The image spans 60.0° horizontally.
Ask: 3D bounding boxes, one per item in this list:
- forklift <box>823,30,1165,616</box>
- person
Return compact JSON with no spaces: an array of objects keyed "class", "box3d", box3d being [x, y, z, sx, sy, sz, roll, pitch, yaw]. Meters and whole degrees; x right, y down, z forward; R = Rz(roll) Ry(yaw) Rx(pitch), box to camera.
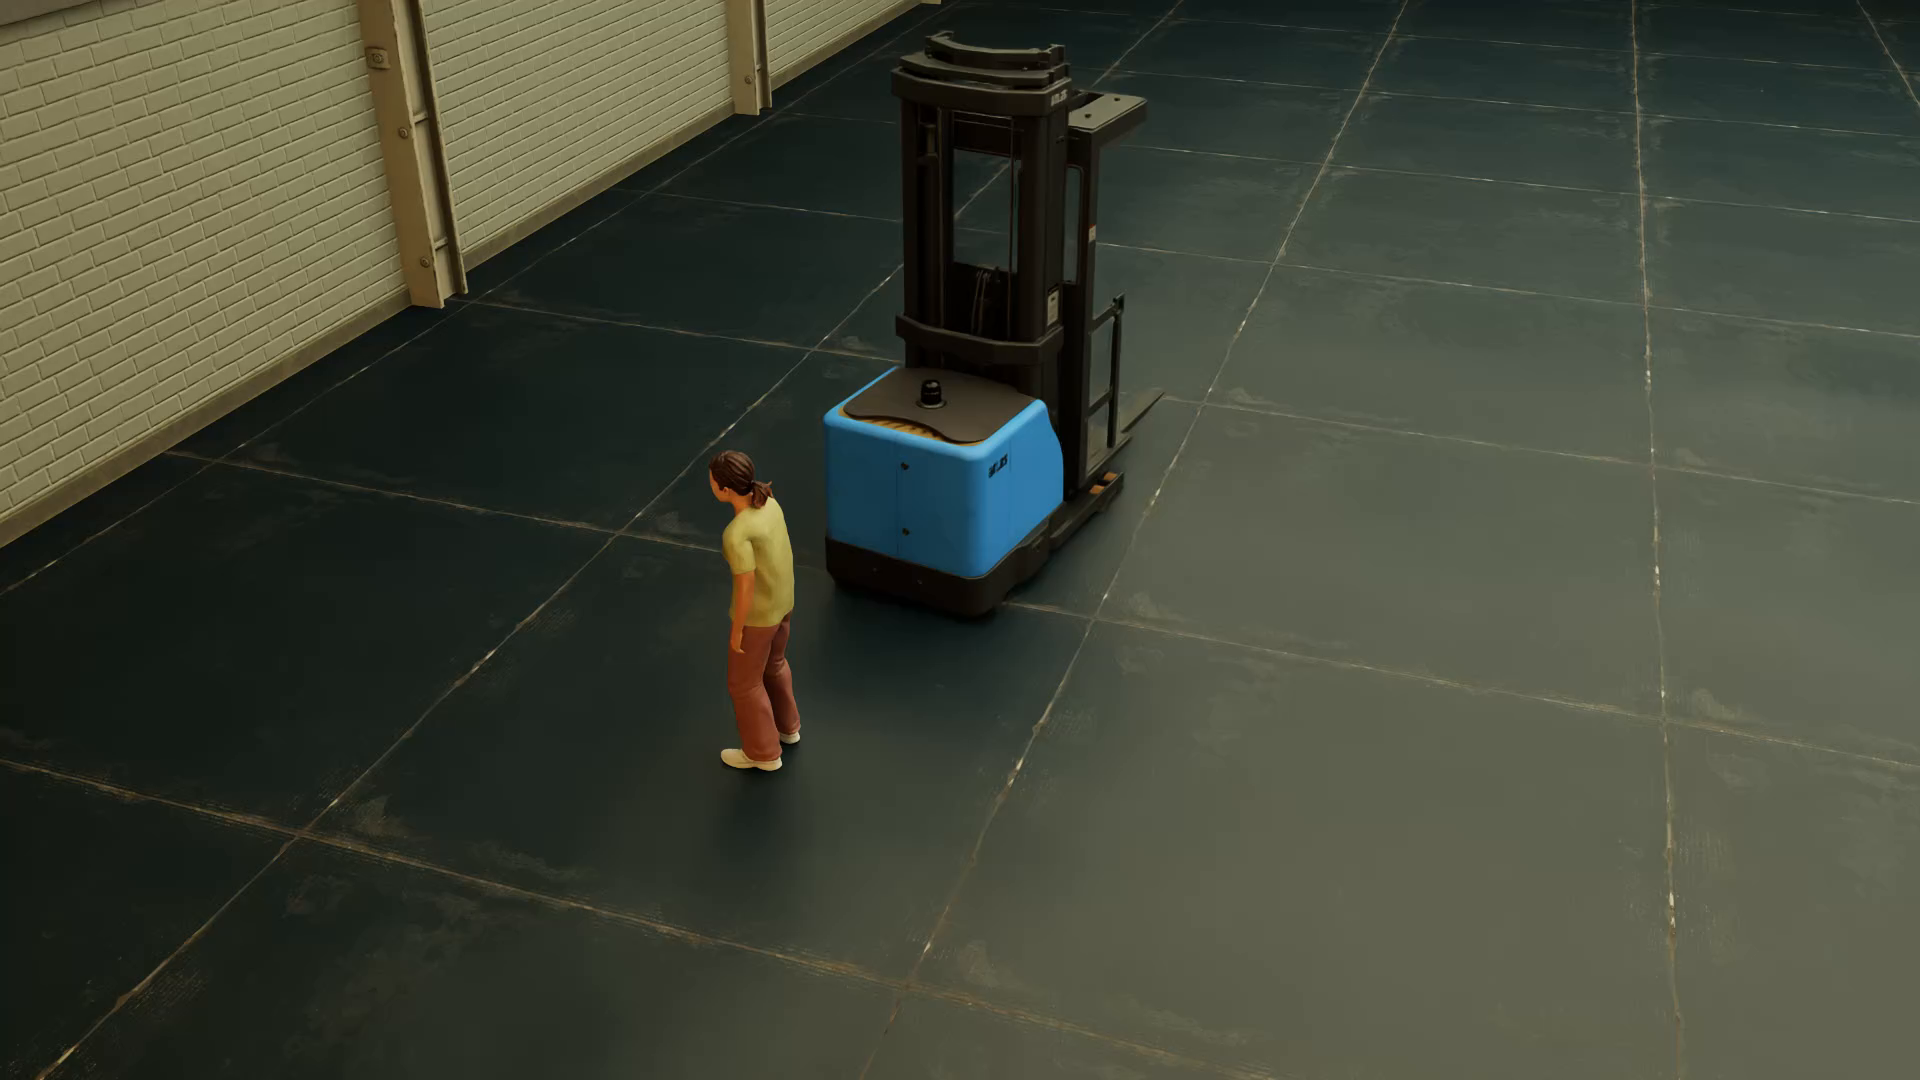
[{"class":"forklift","box3d":[0.387,-1.552,9.859,1.130,2.935,3.031,15,33,25]},{"class":"person","box3d":[-0.965,0.331,7.829,0.360,1.671,0.507,11,31,18]}]
